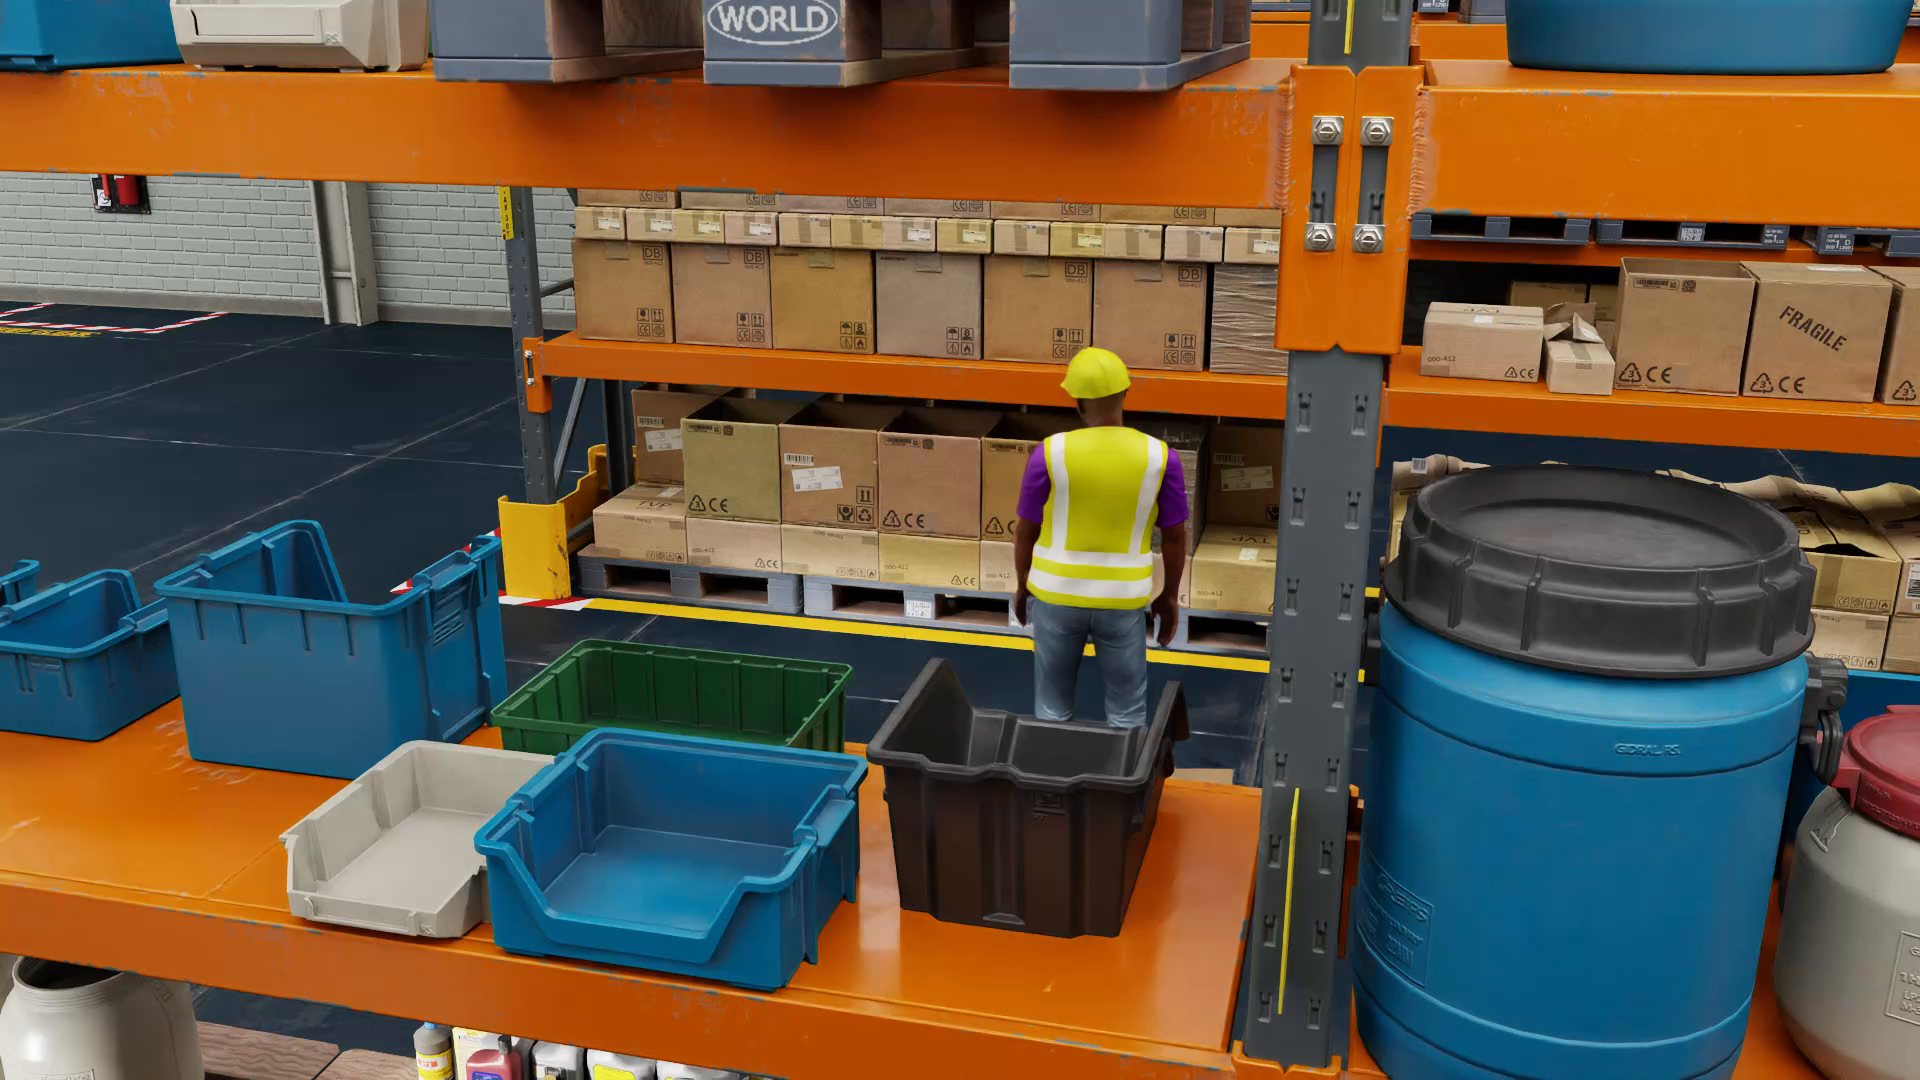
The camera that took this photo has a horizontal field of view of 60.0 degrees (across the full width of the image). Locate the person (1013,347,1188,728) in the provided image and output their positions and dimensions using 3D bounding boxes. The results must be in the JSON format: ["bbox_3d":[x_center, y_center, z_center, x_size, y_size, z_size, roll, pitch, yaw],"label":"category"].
[{"bbox_3d":[0.482,0.186,5.859,0.594,1.771,0.484,0,18,0],"label":"person"}]
